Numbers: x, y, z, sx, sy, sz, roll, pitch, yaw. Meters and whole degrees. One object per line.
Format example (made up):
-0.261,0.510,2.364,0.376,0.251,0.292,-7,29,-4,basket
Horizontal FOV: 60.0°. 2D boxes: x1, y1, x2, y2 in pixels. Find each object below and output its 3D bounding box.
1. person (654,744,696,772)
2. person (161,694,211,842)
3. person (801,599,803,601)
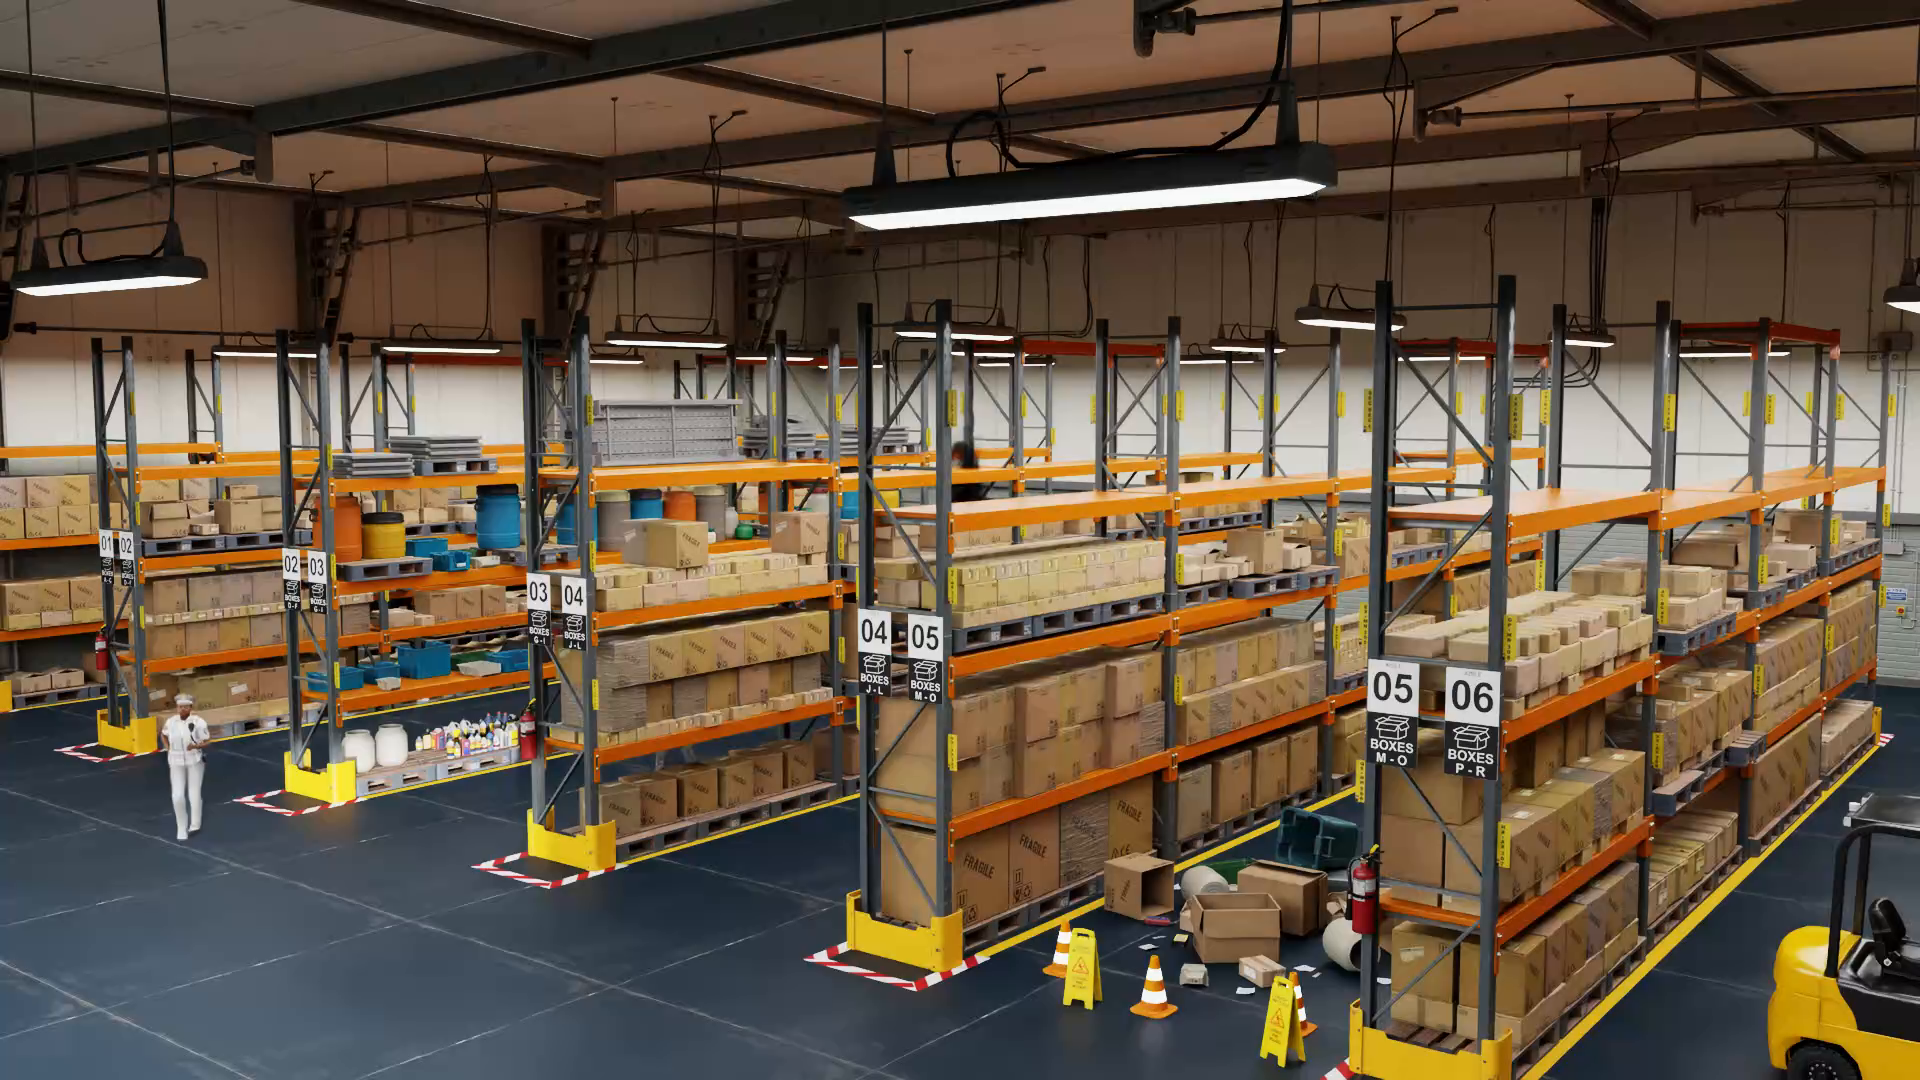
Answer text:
-3.894,2.350,22.446,0.614,1.702,0.824,2,6,26,person
-9.040,2.651,19.408,0.568,1.723,0.680,-2,5,-17,person
-2.976,1.399,33.106,0.659,1.835,0.797,3,6,31,person
